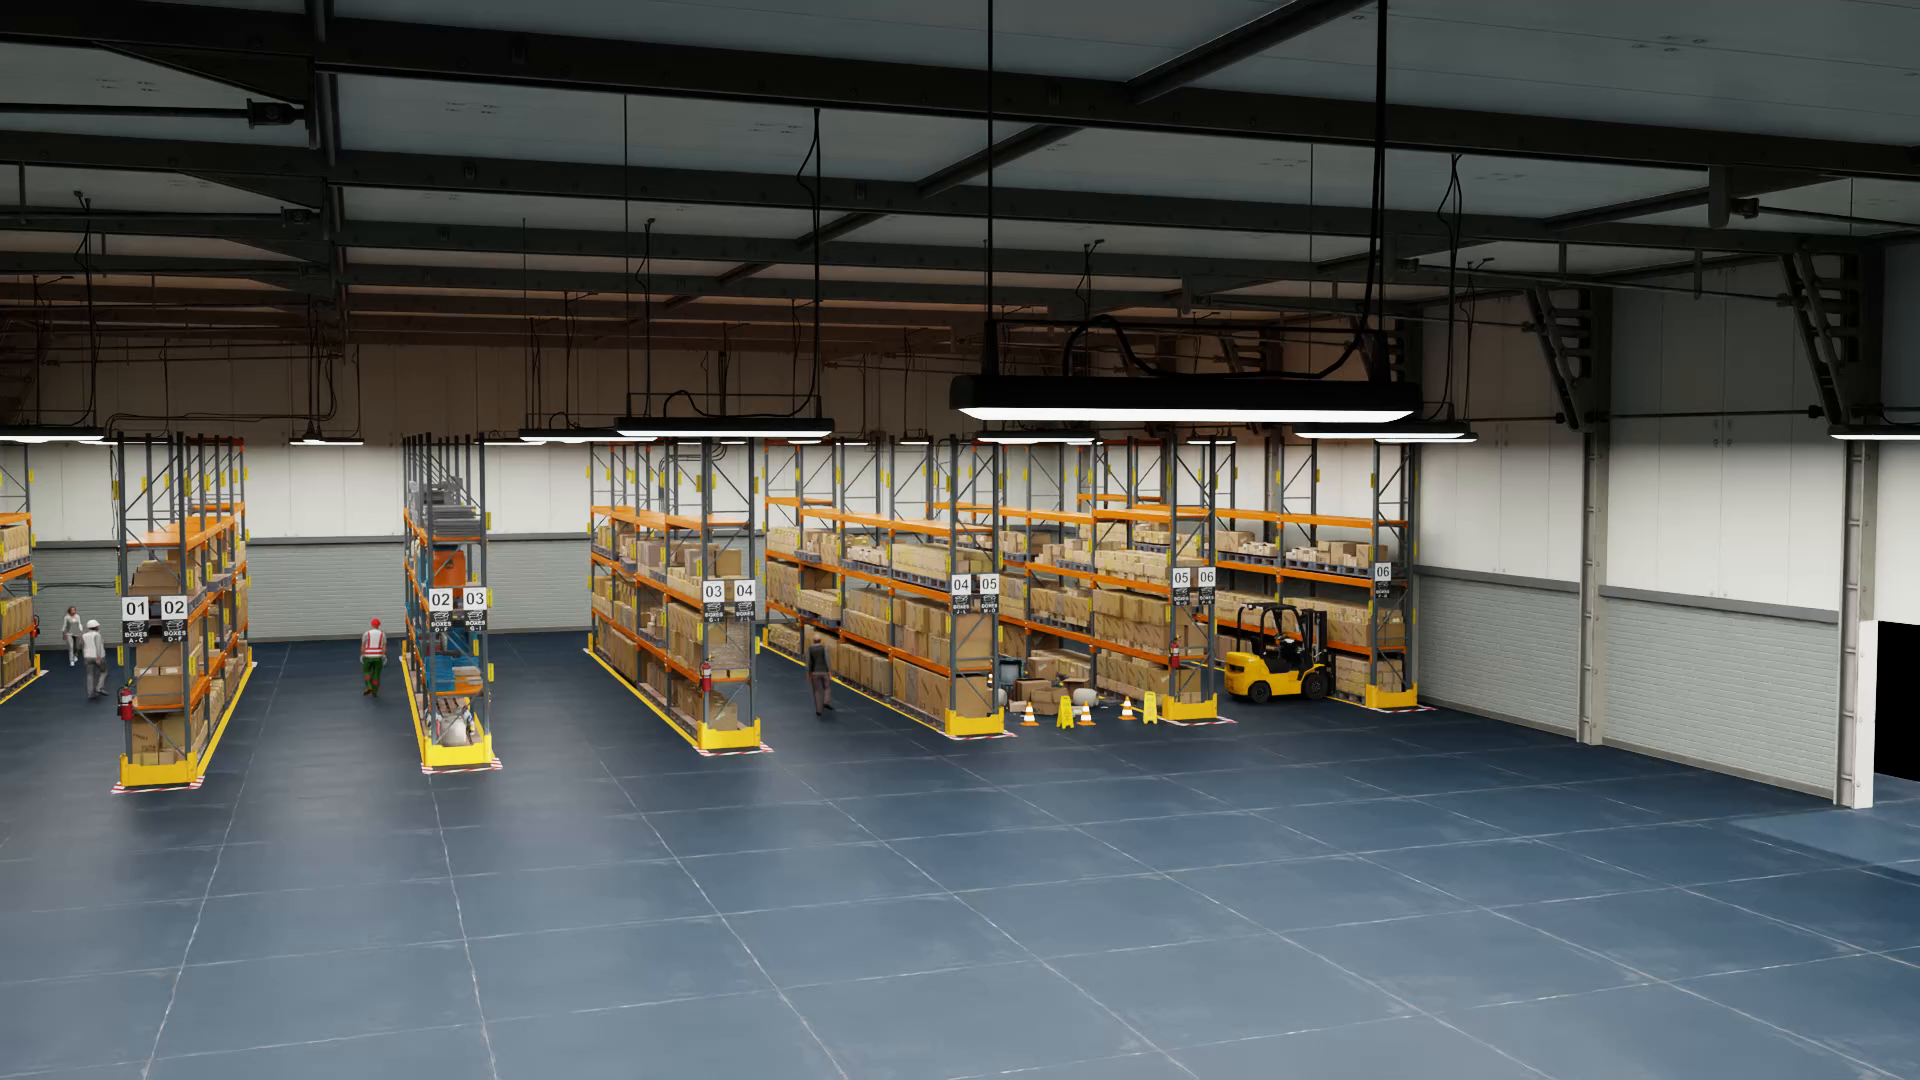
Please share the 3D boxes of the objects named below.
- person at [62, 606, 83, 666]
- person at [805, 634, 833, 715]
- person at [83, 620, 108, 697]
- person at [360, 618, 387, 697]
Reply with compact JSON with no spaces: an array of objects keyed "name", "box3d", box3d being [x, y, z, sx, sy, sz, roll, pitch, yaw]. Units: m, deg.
[{"name":"person","box3d":[-23.334,2.500,43.745,0.495,1.556,0.899,-2,4,-36]},{"name":"person","box3d":[-3.029,2.924,35.684,0.579,1.624,0.478,-1,3,-10]},{"name":"person","box3d":[-19.893,2.716,38.167,0.542,1.764,0.542,0,3,-4]},{"name":"person","box3d":[-13.476,2.700,38.231,0.586,1.785,0.470,-1,3,-20]}]
